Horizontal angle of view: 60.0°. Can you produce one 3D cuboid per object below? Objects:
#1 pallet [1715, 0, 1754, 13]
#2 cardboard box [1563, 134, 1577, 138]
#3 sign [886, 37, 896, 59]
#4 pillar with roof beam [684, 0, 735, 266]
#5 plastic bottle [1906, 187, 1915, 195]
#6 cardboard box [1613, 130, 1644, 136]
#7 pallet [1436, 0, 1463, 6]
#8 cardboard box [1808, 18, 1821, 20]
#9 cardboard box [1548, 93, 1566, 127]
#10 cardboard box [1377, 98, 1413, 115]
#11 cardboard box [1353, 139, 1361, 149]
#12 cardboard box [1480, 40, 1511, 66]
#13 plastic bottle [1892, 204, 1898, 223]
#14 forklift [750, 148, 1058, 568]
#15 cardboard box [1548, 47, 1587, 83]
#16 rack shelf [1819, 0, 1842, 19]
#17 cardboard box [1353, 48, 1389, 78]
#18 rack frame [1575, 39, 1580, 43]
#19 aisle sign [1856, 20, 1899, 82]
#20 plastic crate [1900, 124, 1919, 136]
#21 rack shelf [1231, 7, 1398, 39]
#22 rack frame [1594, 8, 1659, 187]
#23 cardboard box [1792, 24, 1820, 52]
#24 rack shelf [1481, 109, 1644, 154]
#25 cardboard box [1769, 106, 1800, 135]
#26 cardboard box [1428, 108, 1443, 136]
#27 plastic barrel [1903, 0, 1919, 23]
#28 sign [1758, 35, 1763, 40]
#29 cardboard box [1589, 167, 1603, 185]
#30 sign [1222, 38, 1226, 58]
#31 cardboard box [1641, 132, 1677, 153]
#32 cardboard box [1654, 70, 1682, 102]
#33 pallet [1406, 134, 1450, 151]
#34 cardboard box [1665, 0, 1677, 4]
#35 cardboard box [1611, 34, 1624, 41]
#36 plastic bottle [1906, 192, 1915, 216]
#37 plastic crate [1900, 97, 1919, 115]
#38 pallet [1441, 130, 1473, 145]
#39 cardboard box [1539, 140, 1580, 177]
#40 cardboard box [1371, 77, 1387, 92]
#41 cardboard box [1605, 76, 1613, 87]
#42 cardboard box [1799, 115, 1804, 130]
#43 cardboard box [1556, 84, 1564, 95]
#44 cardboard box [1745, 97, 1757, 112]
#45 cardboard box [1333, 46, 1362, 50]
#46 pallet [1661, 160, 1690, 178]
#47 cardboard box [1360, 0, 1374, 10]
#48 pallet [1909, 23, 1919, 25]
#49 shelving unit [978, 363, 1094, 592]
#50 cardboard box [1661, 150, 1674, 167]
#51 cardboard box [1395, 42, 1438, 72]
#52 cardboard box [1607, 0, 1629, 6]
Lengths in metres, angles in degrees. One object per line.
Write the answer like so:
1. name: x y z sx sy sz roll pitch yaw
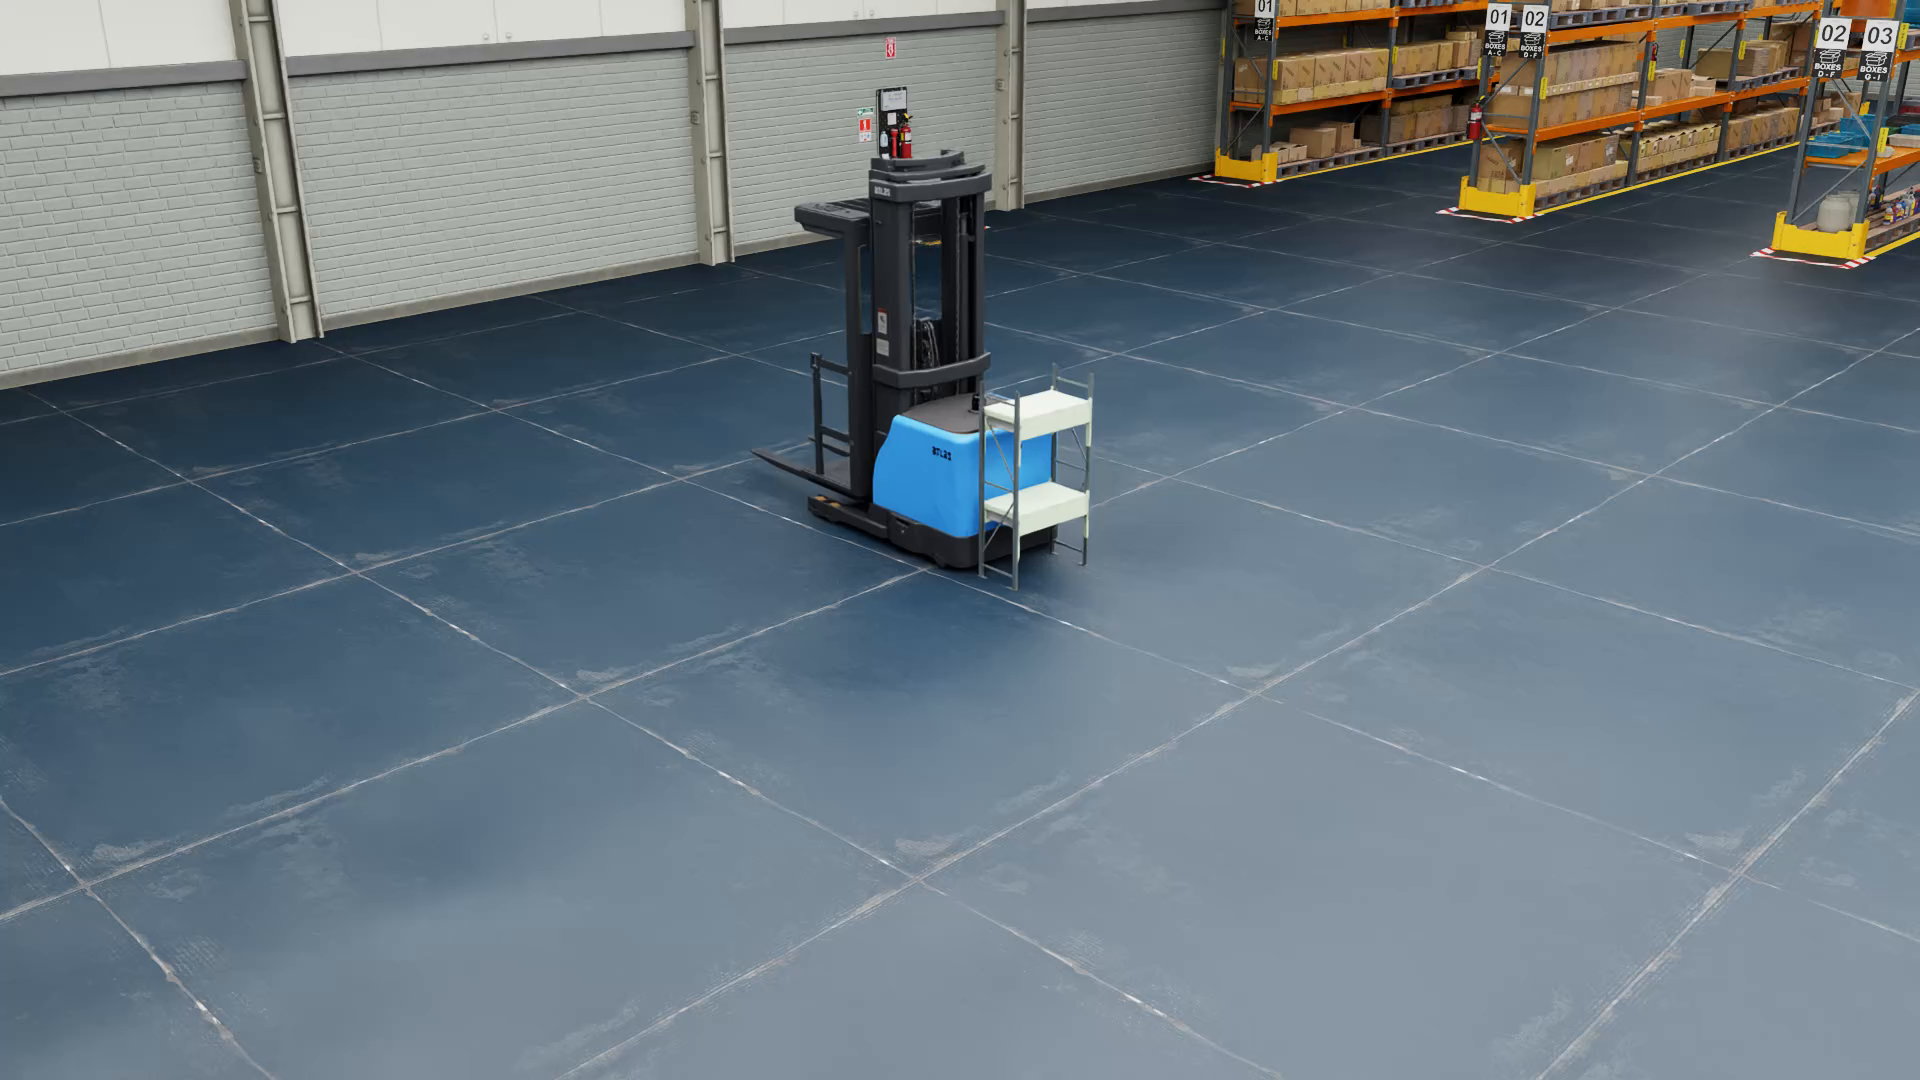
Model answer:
1. pallet: 13.843 -9.888 30.702 1.003 0.211 1.213 -19 28 -40
2. cardboard box: 10.216 -6.709 28.552 0.500 0.500 0.500 19 28 41
3. sign: -1.026 -7.289 24.626 0.001 0.298 0.199 19 28 41
4. pillar with roof beam: -0.299 -6.990 18.718 9.100 9.000 0.400 19 28 41
5. plastic bottle: 14.662 -5.271 25.687 0.144 0.351 0.185 19 28 41
6. cardboard box: 12.247 -7.358 30.502 0.500 0.311 0.500 19 28 40
7. pallet: 9.138 -10.695 32.801 1.213 0.211 1.003 19 28 41
8. cardboard box: 18.623 -11.031 36.060 0.500 0.500 0.500 -20 29 -41
9. cardboard box: 9.369 -7.016 27.008 0.500 0.500 0.700 -19 28 -41
10. cardboard box: 8.716 -8.680 33.301 0.500 0.250 0.500 19 28 40
11. cardboard box: 7.558 -7.721 32.319 0.380 0.166 0.250 15 26 34
12. cardboard box: 11.223 -10.267 35.025 0.500 0.500 0.500 -19 28 -40
13. plastic bottle: 13.877 -4.855 24.698 0.133 0.283 0.061 -20 28 -41
14. forklift: -0.587 -1.612 13.182 1.130 2.935 3.031 -17 27 -38
15. cardboard box: 9.757 -7.765 27.150 0.700 0.500 0.500 19 28 41
16. rack shelf: 18.438 -11.380 35.322 1.077 0.370 4.000 19 28 41
17. cardboard box: 7.802 -9.074 31.638 0.500 0.500 0.500 19 28 41
18. rack frame: 13.491 -11.040 37.617 1.000 3.000 0.127 19 28 41
19. aisle sign: 12.377 -6.597 22.435 0.394 0.787 0.004 19 28 41
20. plastic crate: 14.431 -6.082 24.925 0.499 0.251 0.616 19 28 41
21. rack shelf: 6.515 -9.534 30.520 1.077 0.370 4.000 19 28 41
22. rack frame: 11.462 -7.745 29.043 1.000 3.000 0.127 19 28 41
23. cardboard box: 17.573 -10.365 34.328 0.500 0.500 0.500 -19 28 -41
24. rack shelf: 10.066 -6.895 27.835 1.077 0.370 4.000 19 28 41
25. cardboard box: 16.904 -8.641 34.246 0.500 0.500 0.500 19 28 40
26. cardboard box: 9.466 -8.614 34.176 0.700 0.500 0.500 19 28 40
27. plastic barrel: 14.237 -8.105 24.516 0.600 0.901 0.708 19 28 41
28. sign: 16.648 -10.339 34.586 0.100 0.325 0.005 19 28 41
29. cardboard box: 10.601 -6.225 28.337 0.500 0.250 0.500 19 28 41
30. sign: 4.736 -8.787 29.702 0.100 0.325 0.005 19 28 41
31. cardboard box: 12.642 -7.224 30.153 0.500 0.311 0.500 18 27 39
32. cardboard box: 12.726 -8.249 30.216 0.500 0.500 0.500 19 28 41
33. pallet: 9.303 -8.198 34.108 1.003 0.211 1.213 19 28 41
34. cardboard box: 12.280 -9.569 29.232 0.500 0.250 0.500 16 26 36
35. cardboard box: 14.895 -11.691 38.893 0.980 0.700 0.700 18 27 38
36. plastic bottle: 14.406 -5.103 25.249 0.144 0.351 0.185 19 28 40
37. plastic crate: 15.127 -6.735 26.327 0.402 0.464 0.583 19 28 41
38. pallet: 10.154 -8.510 34.920 1.003 0.211 1.213 19 28 41
39. cardboard box: 9.892 -6.322 27.544 0.500 0.500 0.500 19 28 41
40. cardboard box: 7.797 -8.725 31.776 0.500 0.250 0.500 19 28 41
41. cardboard box: 10.714 -7.710 27.908 0.380 0.149 0.250 19 28 40
42. cardboard box: 17.490 -8.805 34.937 0.500 0.311 0.500 19 28 41
43. cardboard box: 9.457 -7.245 26.700 0.380 0.149 0.250 19 28 41
44. cardboard box: 15.833 -8.869 33.795 0.500 0.250 0.500 19 28 41
45. cardboard box: 7.432 -9.204 31.977 0.500 0.500 0.500 18 28 39
46. pallet: 12.799 -6.957 30.882 1.003 0.211 1.213 19 28 41
47. cardboard box: 7.373 -10.121 30.878 0.500 0.500 0.500 16 26 36
48. pallet: 14.575 -7.606 24.765 1.213 0.211 1.003 19 28 41
49. shelving unit: 0.552 -0.465 12.193 0.755 1.500 0.431 -18 27 -38
50. cardboard box: 12.638 -6.964 30.259 0.500 0.250 0.500 18 28 39
51. cardboard box: 9.121 -9.677 33.318 0.500 0.500 0.700 -16 26 -35
52. cardboard box: 10.816 -8.910 27.465 0.380 0.149 0.250 19 28 41
